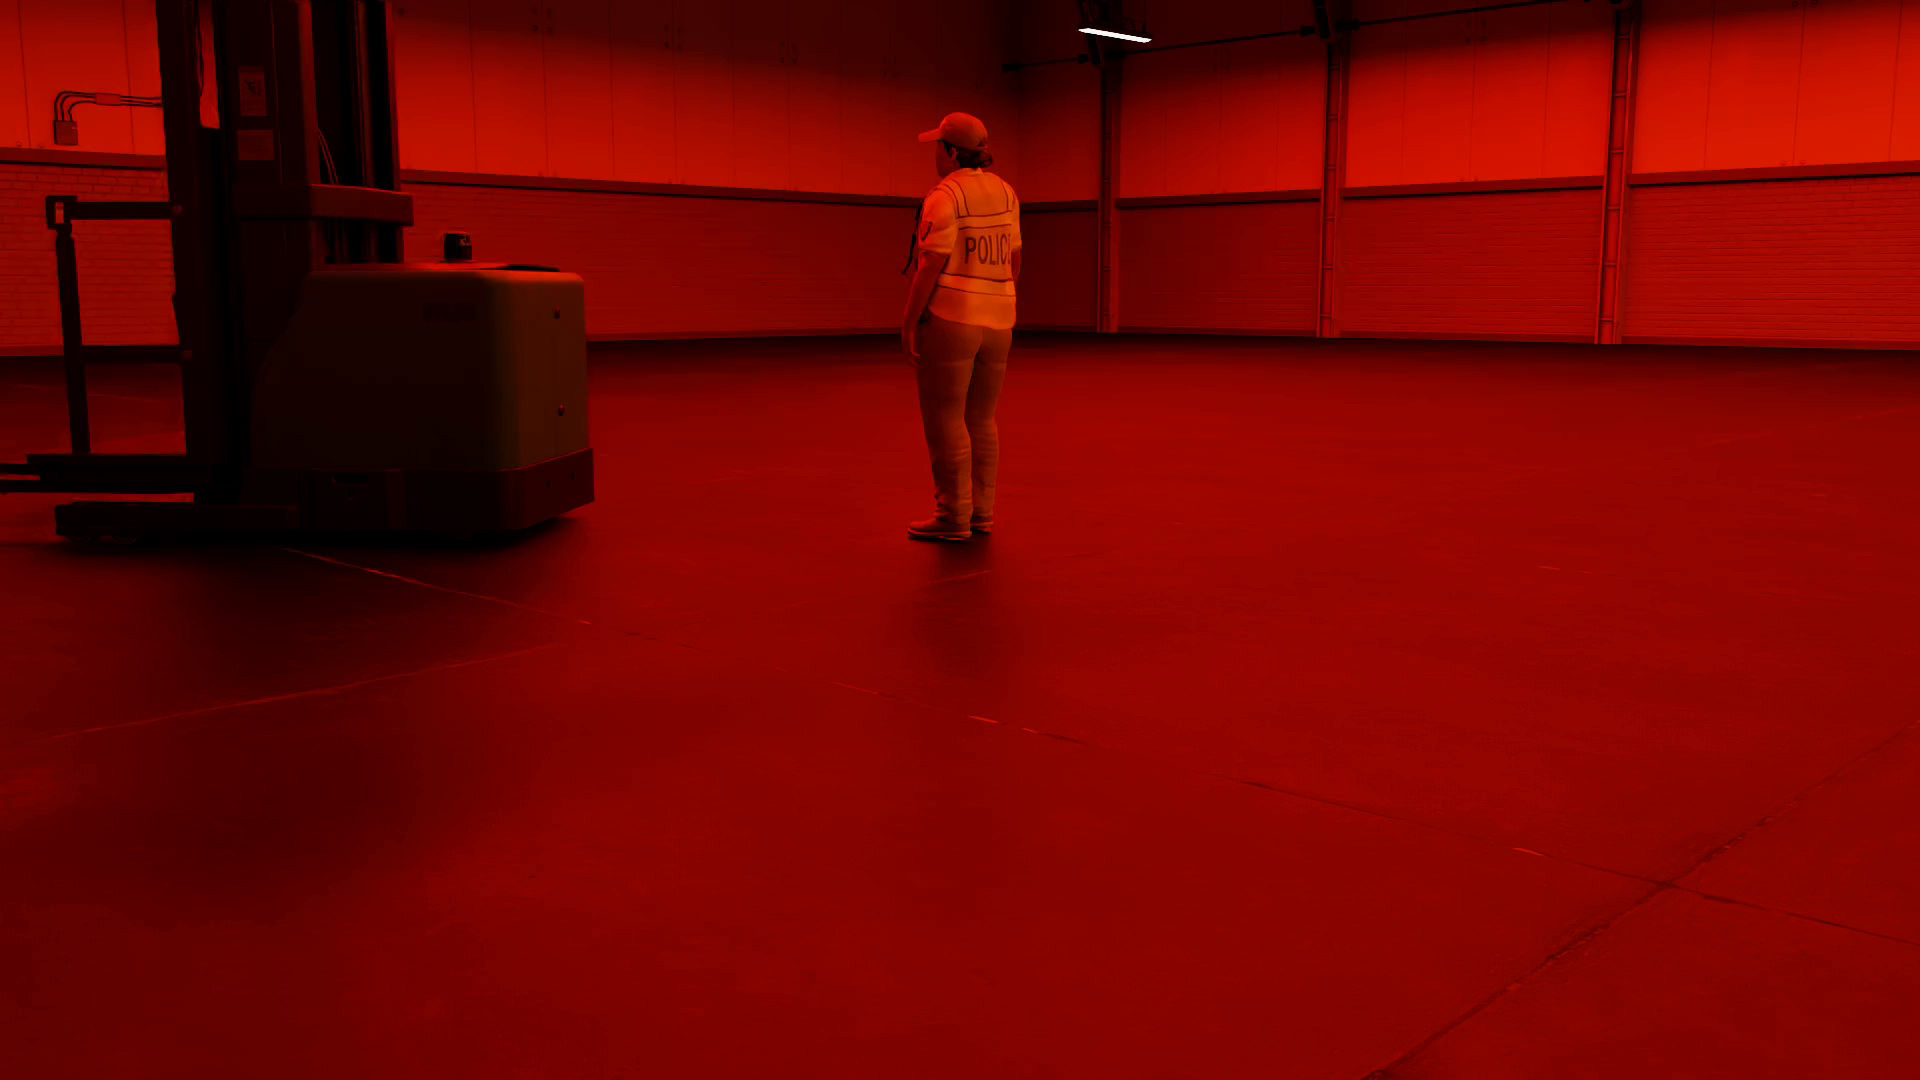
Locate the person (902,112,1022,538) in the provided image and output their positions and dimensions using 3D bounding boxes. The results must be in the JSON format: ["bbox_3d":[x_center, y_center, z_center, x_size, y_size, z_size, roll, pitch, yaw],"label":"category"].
[{"bbox_3d":[-0.039,-0.843,6.661,0.529,1.670,0.598,8,12,43],"label":"person"}]

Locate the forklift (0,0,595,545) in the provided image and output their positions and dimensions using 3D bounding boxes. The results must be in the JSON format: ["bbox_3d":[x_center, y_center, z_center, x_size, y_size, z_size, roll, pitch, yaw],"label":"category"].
[{"bbox_3d":[-3.172,-1.509,6.892,3.031,2.935,1.130,1,9,6],"label":"forklift"}]
